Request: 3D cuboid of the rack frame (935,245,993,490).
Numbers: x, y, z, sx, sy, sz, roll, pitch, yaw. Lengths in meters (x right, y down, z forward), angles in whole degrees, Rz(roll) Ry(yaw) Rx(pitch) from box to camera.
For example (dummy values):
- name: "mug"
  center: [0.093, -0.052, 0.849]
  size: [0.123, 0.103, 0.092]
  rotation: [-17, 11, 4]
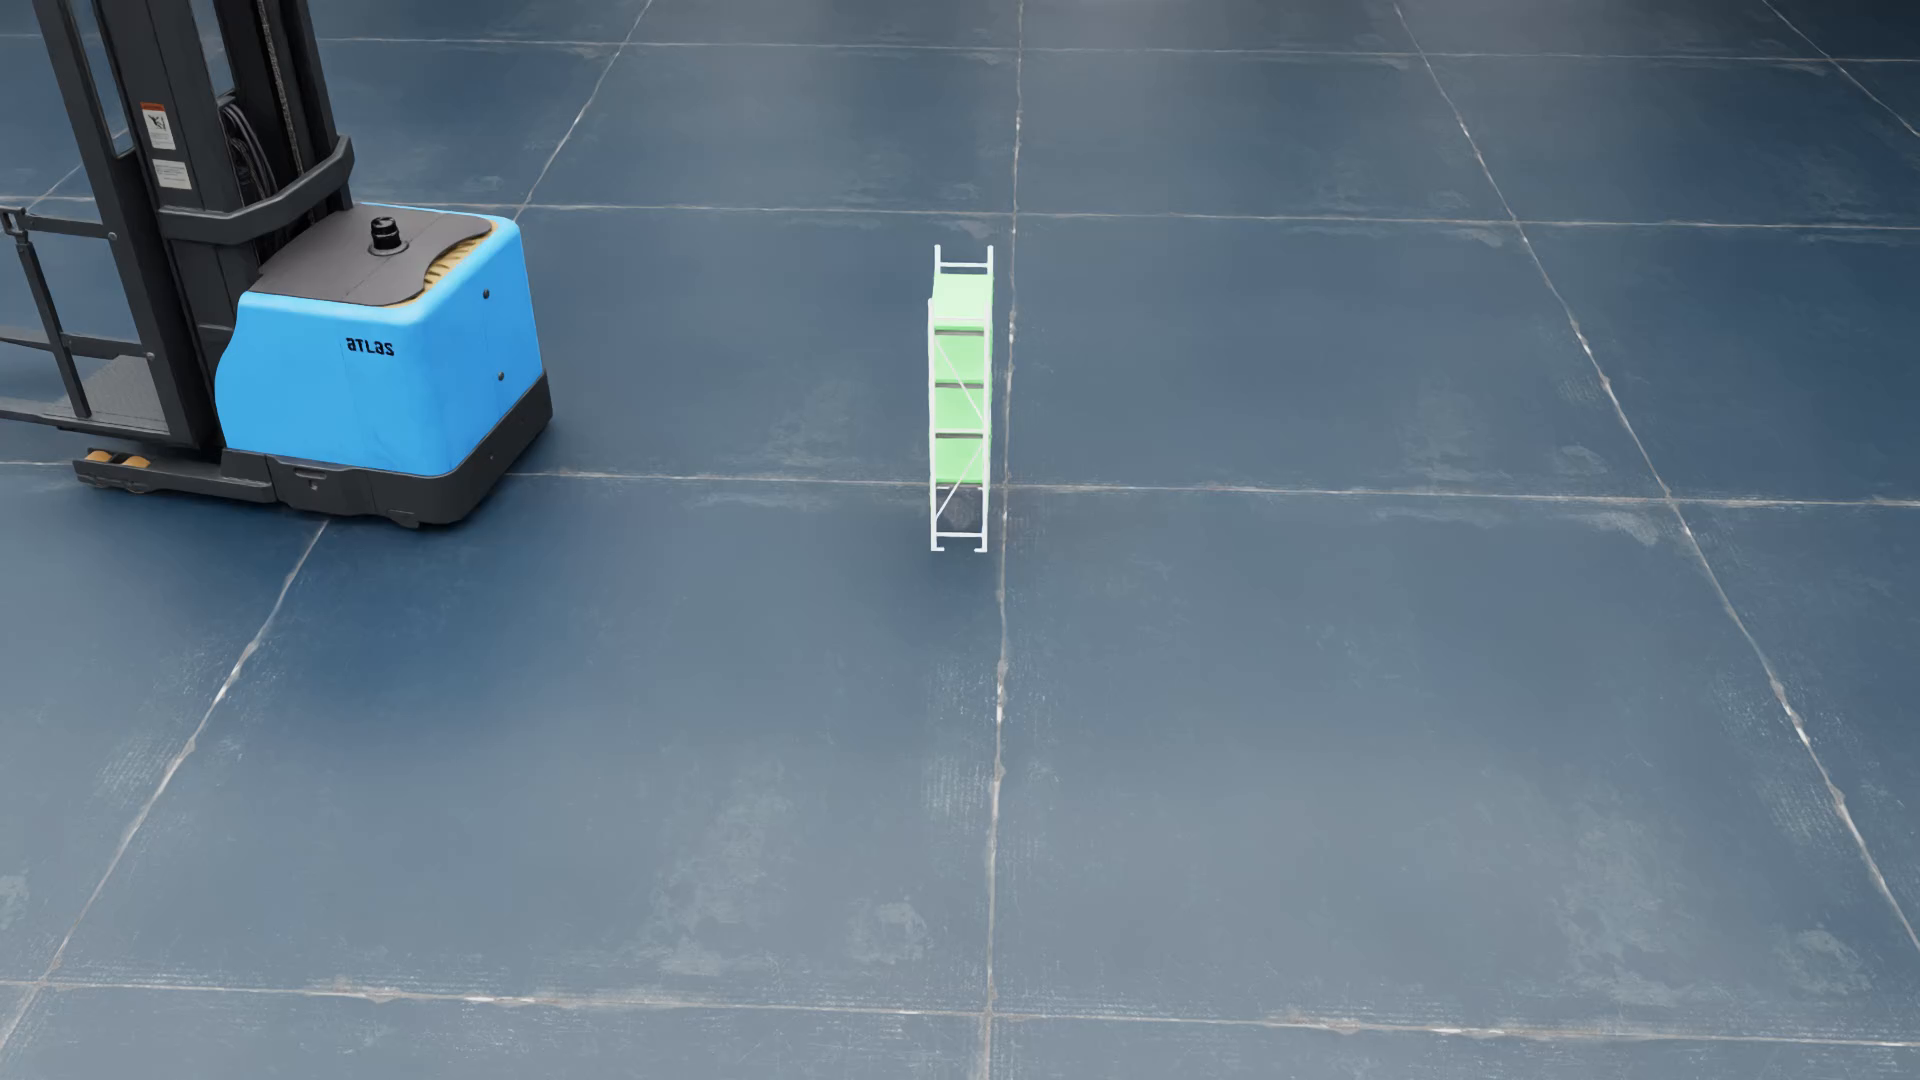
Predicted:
- name: "rack frame"
  center: [0.016, -0.726, 7.240]
  size: [0.240, 1.200, 0.015]
  rotation: [1, 35, 2]

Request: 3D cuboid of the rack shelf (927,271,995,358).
- name: "rack shelf"
  center: [0.007, -0.926, 6.801]
  size: [0.258, 0.148, 0.480]
  rotation: [1, 35, 2]

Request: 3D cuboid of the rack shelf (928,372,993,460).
- name: "rack shelf"
  center: [0.007, -0.534, 7.077]
  size: [0.258, 0.148, 0.480]
  rotation: [1, 35, 2]

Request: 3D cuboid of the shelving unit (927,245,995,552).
- name: "shelving unit"
  center: [0.007, -0.586, 7.040]
  size: [0.258, 1.200, 0.503]
  rotation: [1, 35, 2]

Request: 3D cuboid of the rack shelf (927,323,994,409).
- name: "rack shelf"
  center: [0.007, -0.730, 6.939]
  size: [0.258, 0.148, 0.480]
  rotation: [1, 35, 2]

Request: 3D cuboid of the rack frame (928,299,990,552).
- name: "rack frame"
  center: [-0.003, -0.446, 6.841]
  size: [0.240, 1.200, 0.015]
  rotation: [1, 35, 2]

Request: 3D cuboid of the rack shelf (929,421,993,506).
- name: "rack shelf"
  center: [0.007, -0.337, 7.215]
  size: [0.258, 0.148, 0.480]
  rotation: [1, 35, 2]

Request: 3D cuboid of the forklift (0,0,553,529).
- name: "forklift"
  center: [-3.526, -1.696, 7.114]
  size: [3.031, 2.935, 1.130]
  rotation: [8, 36, 11]
